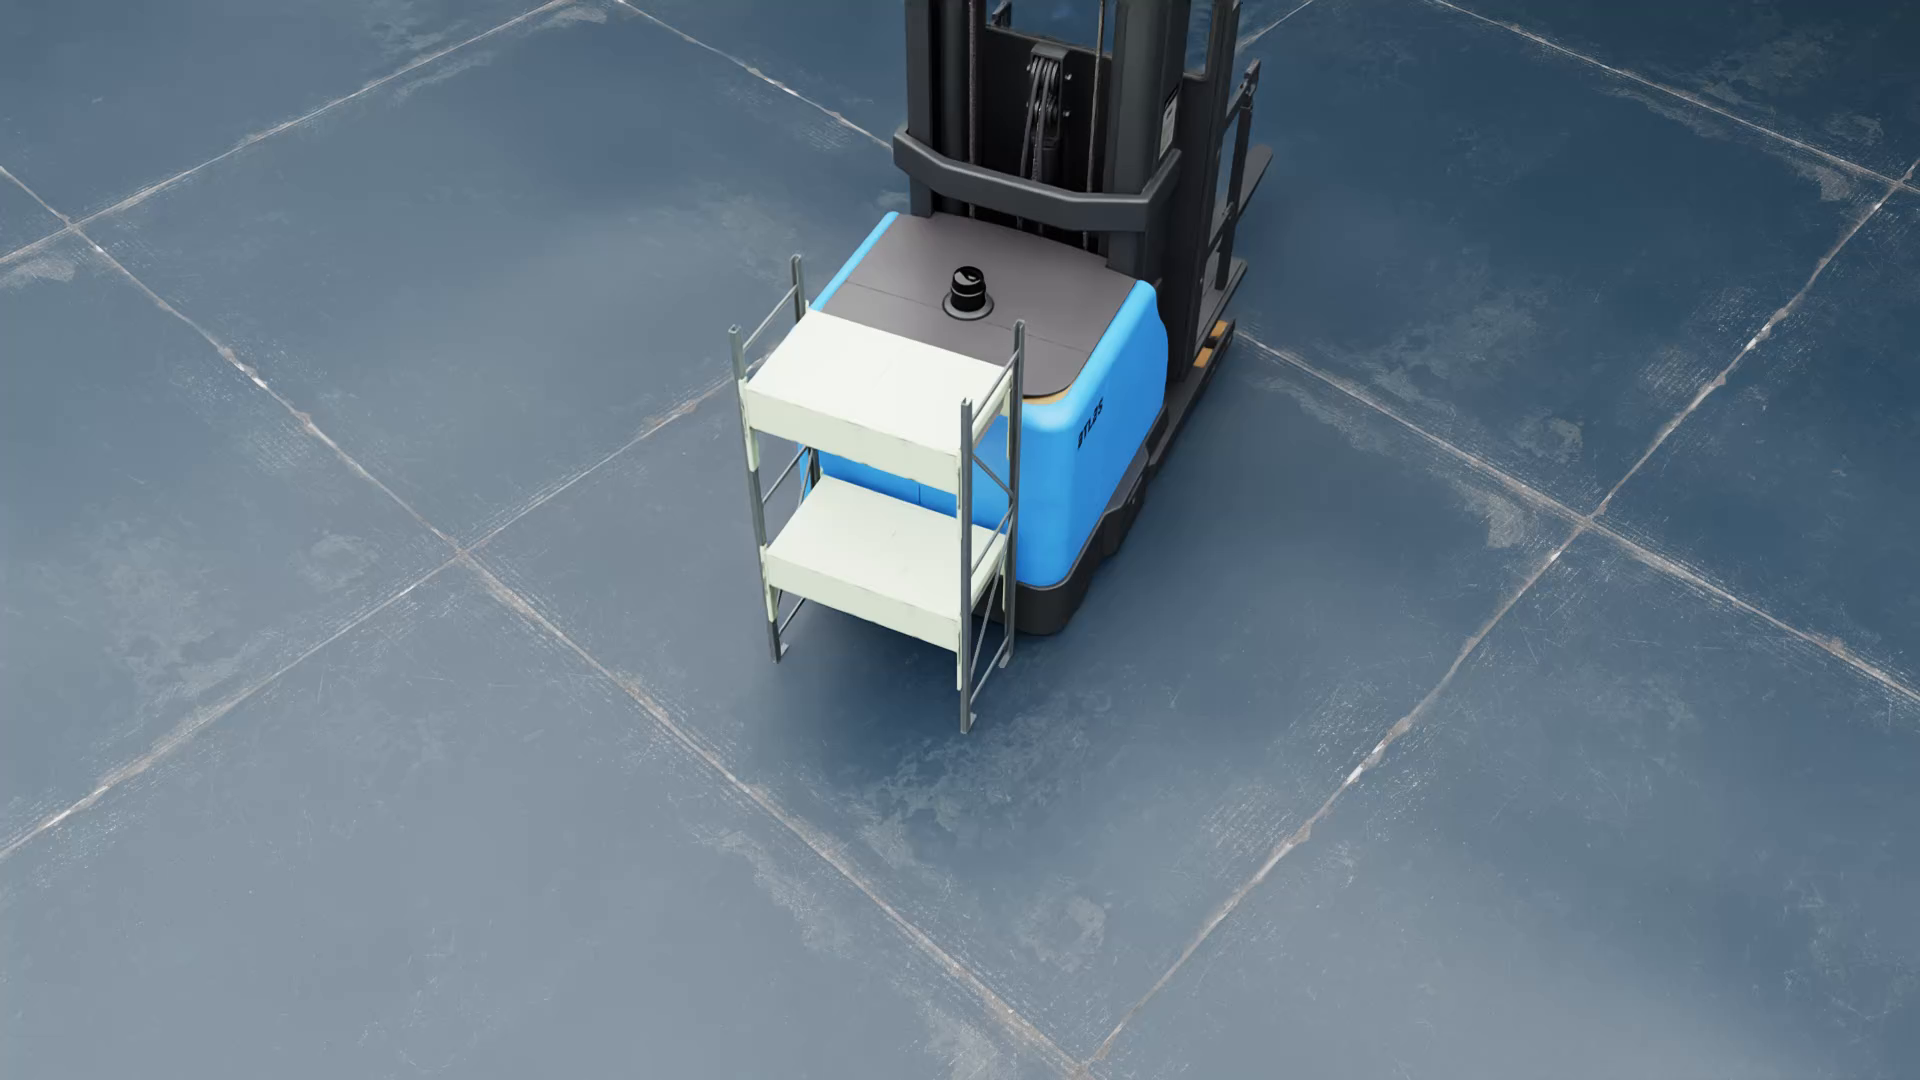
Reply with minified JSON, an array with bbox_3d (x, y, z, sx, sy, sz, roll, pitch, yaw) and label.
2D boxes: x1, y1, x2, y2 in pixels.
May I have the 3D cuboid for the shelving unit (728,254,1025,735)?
[{"bbox_3d":[-0.237,-0.100,5.315,0.755,1.500,0.431,19,50,17],"label":"shelving unit"}]

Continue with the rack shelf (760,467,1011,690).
[{"bbox_3d":[-0.237,0.123,5.553,0.720,0.370,0.431,19,50,17],"label":"rack shelf"}]

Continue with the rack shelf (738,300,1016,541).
[{"bbox_3d":[-0.237,-0.367,5.031,0.720,0.370,0.431,19,50,17],"label":"rack shelf"}]

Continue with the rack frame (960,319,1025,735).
[{"bbox_3d":[0.095,0.012,5.210,0.023,1.500,0.400,19,50,17],"label":"rack frame"}]

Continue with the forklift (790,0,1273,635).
[{"bbox_3d":[0.496,-1.757,5.890,1.130,2.935,3.031,19,50,17],"label":"forklift"}]

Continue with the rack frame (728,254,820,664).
[{"bbox_3d":[-0.570,-0.212,5.421,0.023,1.500,0.400,19,50,17],"label":"rack frame"}]
